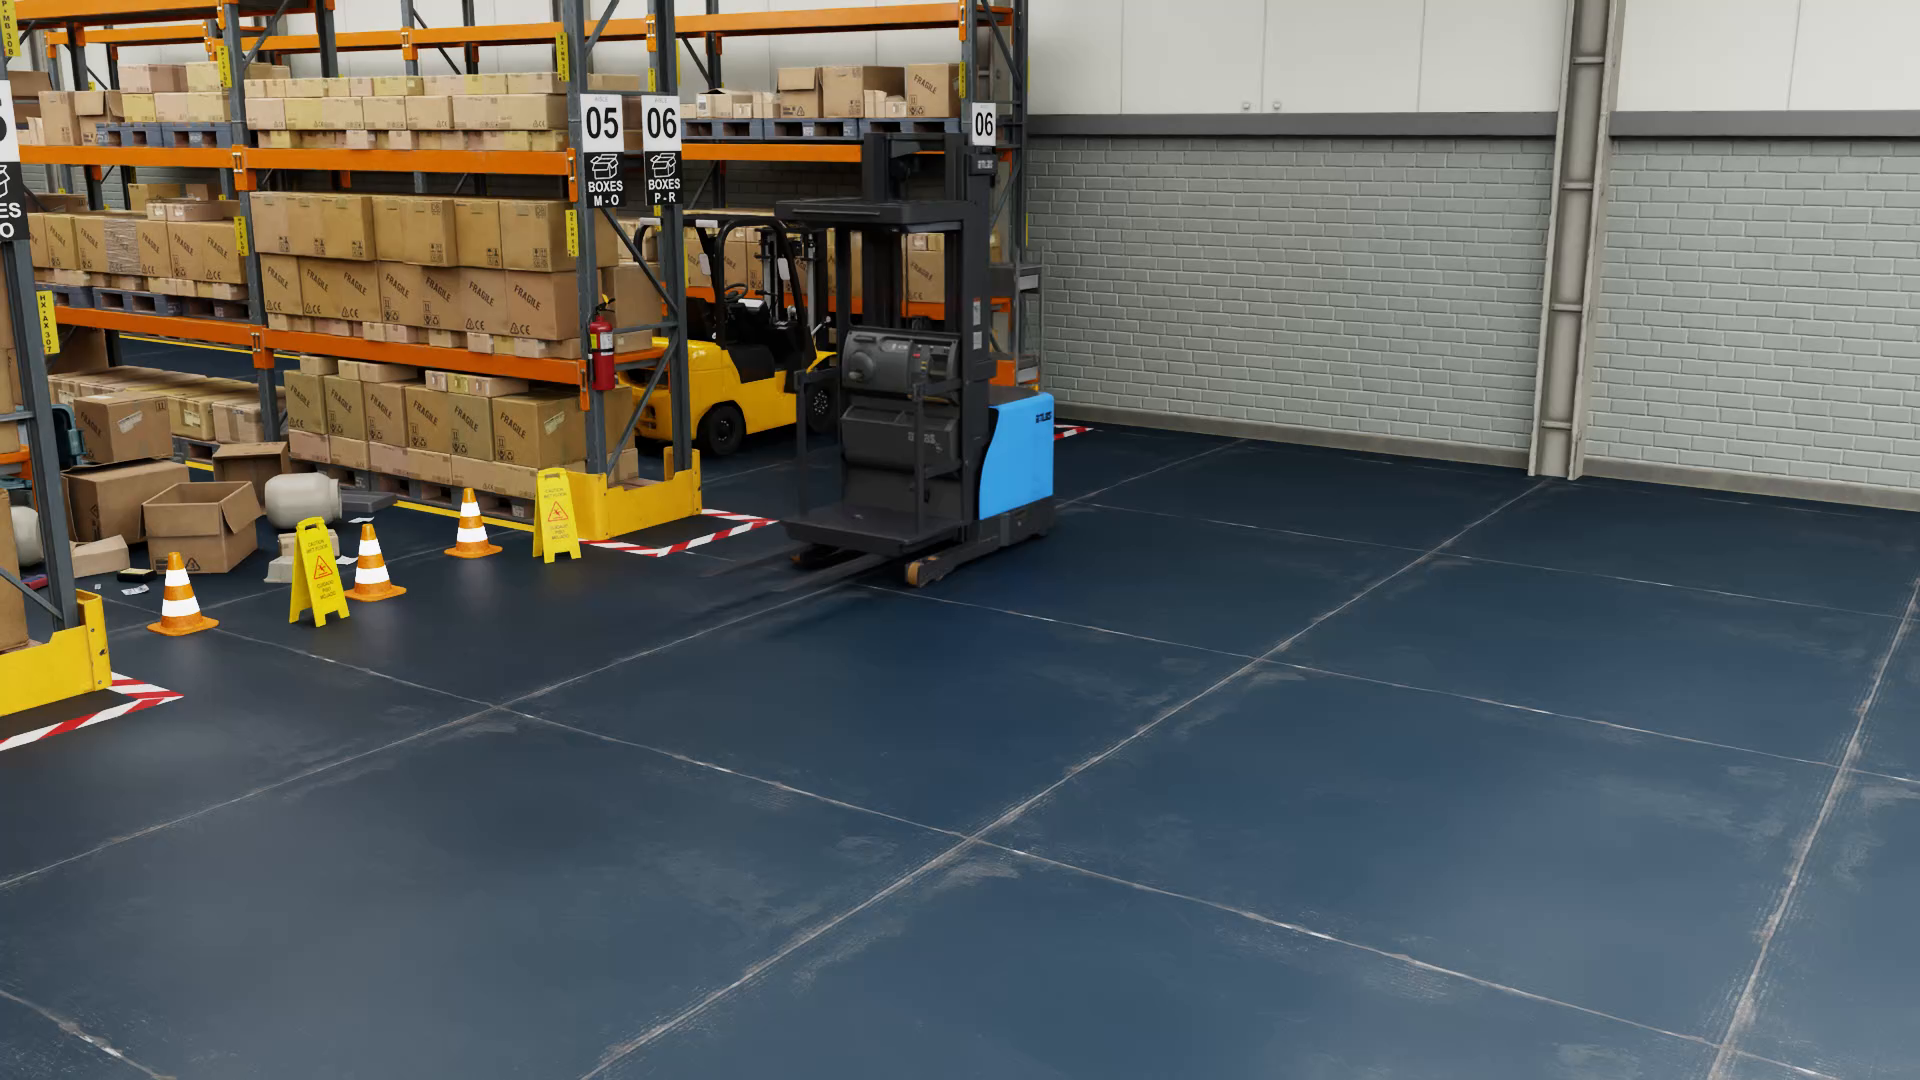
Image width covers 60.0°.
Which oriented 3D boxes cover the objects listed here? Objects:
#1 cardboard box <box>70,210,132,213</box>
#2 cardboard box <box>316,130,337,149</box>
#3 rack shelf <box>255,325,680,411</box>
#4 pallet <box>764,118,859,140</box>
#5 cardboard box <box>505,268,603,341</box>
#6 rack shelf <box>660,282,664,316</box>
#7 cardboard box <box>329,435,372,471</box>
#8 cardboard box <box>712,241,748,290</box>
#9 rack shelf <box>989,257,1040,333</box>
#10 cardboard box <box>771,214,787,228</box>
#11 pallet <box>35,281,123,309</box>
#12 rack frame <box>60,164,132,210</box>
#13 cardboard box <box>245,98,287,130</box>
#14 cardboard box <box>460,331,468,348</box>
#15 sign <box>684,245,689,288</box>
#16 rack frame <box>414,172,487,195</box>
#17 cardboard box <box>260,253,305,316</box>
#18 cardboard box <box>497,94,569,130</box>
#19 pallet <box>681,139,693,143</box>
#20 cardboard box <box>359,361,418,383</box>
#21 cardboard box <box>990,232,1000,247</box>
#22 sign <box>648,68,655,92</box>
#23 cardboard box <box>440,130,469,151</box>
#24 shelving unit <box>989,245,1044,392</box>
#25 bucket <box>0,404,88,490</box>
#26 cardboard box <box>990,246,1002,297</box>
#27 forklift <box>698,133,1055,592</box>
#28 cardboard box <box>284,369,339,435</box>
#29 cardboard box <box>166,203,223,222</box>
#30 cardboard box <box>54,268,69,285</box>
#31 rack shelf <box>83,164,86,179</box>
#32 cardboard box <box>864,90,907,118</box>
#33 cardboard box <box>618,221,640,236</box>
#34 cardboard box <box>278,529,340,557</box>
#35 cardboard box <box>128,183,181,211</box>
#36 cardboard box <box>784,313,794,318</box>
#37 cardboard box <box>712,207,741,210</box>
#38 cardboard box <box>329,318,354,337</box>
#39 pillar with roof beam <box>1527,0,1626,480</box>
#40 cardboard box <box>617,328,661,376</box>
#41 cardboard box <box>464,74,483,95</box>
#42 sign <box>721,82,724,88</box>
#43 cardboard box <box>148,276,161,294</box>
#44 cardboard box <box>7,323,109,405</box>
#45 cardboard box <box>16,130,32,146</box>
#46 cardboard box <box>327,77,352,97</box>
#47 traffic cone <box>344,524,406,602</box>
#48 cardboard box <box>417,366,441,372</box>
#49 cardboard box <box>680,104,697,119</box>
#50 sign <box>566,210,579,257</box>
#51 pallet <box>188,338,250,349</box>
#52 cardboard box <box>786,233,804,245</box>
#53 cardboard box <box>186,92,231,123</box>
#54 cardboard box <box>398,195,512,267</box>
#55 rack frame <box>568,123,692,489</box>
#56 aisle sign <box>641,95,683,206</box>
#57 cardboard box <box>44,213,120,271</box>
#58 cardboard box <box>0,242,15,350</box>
[{"bbox_3d":[-8.535,-3.036,16.646,0.500,0.500,0.500,9,16,31],"label":"cardboard box"},{"bbox_3d":[-4.988,-3.253,13.503,0.250,0.149,0.380,10,17,34],"label":"cardboard box"},{"bbox_3d":[-4.089,-1.491,13.602,4.000,0.370,1.077,9,17,33],"label":"rack shelf"},{"bbox_3d":[-1.251,-4.239,17.147,1.213,0.211,1.003,9,17,33],"label":"pallet"},{"bbox_3d":[-3.033,-1.783,12.457,0.500,0.500,0.500,9,16,32],"label":"cardboard box"},{"bbox_3d":[-4.641,-3.018,19.769,4.000,0.370,1.077,9,17,33],"label":"rack shelf"},{"bbox_3d":[-4.960,-0.776,14.062,0.500,0.250,0.500,10,17,36],"label":"cardboard box"},{"bbox_3d":[-2.317,-2.969,17.868,0.500,0.500,0.500,10,17,34],"label":"cardboard box"},{"bbox_3d":[0.321,-1.872,12.661,0.480,0.518,0.431,9,16,32],"label":"rack shelf"},{"bbox_3d":[-1.769,-3.348,17.428,0.250,0.149,0.380,9,17,33],"label":"cardboard box"},{"bbox_3d":[-8.417,-2.478,16.489,1.003,0.211,1.213,9,17,33],"label":"pallet"},{"bbox_3d":[-12.938,-4.708,25.100,0.127,3.000,1.000,9,17,33],"label":"rack frame"},{"bbox_3d":[-5.536,-3.523,13.762,0.500,0.250,0.500,9,16,32],"label":"cardboard box"},{"bbox_3d":[-3.696,-1.599,13.064,0.250,0.149,0.380,9,17,34],"label":"cardboard box"},{"bbox_3d":[-2.126,-2.101,12.766,0.005,0.325,0.100,9,17,33],"label":"sign"},{"bbox_3d":[-6.300,-3.635,20.767,0.127,3.000,1.000,9,17,33],"label":"rack frame"},{"bbox_3d":[-5.539,-2.187,14.089,0.500,0.500,0.500,9,17,33],"label":"cardboard box"},{"bbox_3d":[-3.004,-3.115,12.114,0.500,0.250,0.500,9,16,32],"label":"cardboard box"},{"bbox_3d":[-3.720,-4.578,18.729,1.217,0.209,0.805,8,16,31],"label":"pallet"},{"bbox_3d":[-4.687,-1.391,13.638,0.250,0.149,0.380,10,17,36],"label":"cardboard box"},{"bbox_3d":[0.201,-3.023,16.735,0.250,0.149,0.380,9,16,31],"label":"cardboard box"},{"bbox_3d":[-3.276,-4.849,17.697,0.005,0.325,0.100,9,17,33],"label":"sign"},{"bbox_3d":[-3.714,-3.039,12.638,0.250,0.149,0.380,9,17,32],"label":"cardboard box"},{"bbox_3d":[0.321,-1.206,12.826,0.503,2.100,0.431,9,16,32],"label":"shelving unit"},{"bbox_3d":[-7.027,-0.699,12.552,0.726,0.611,0.620,-10,7,-35],"label":"bucket"},{"bbox_3d":[0.082,-2.733,16.913,0.500,0.500,0.500,10,17,35],"label":"cardboard box"},{"bbox_3d":[-0.532,-1.239,11.230,1.130,2.935,3.031,9,17,33],"label":"forklift"},{"bbox_3d":[-5.409,-1.209,14.252,0.500,0.500,0.500,10,17,35],"label":"cardboard box"},{"bbox_3d":[-6.836,-2.927,14.854,0.250,0.149,0.380,9,16,31],"label":"cardboard box"},{"bbox_3d":[-8.484,-2.556,16.055,0.250,0.149,0.380,8,16,29],"label":"cardboard box"},{"bbox_3d":[-10.727,-4.020,17.576,4.000,0.370,1.077,9,17,33],"label":"rack shelf"},{"bbox_3d":[-0.730,-4.290,16.367,0.258,0.266,0.396,9,17,33],"label":"cardboard box"},{"bbox_3d":[-3.613,-3.495,18.641,0.250,0.149,0.380,9,16,32],"label":"cardboard box"},{"bbox_3d":[-4.644,0.039,11.858,0.380,0.149,0.250,-7,15,-25],"label":"cardboard box"},{"bbox_3d":[-11.467,-4.828,23.718,0.500,0.500,0.500,10,17,34],"label":"cardboard box"},{"bbox_3d":[-2.036,-2.361,18.386,0.500,0.250,0.500,9,16,32],"label":"cardboard box"},{"bbox_3d":[-2.548,-3.624,18.544,0.250,0.149,0.380,9,17,33],"label":"cardboard box"},{"bbox_3d":[-5.004,-1.787,13.824,0.250,0.149,0.380,10,17,35],"label":"cardboard box"},{"bbox_3d":[2.839,-4.085,10.097,0.400,9.000,9.100,9,17,33],"label":"pillar with roof beam"},{"bbox_3d":[-3.420,-2.218,19.108,0.625,0.625,0.875,10,17,35],"label":"cardboard box"},{"bbox_3d":[-3.471,-3.397,12.425,0.250,0.149,0.380,9,17,33],"label":"cardboard box"},{"bbox_3d":[-2.673,-4.955,18.615,0.005,0.325,0.100,9,17,33],"label":"sign"},{"bbox_3d":[-7.168,-2.344,15.200,0.250,0.149,0.380,9,17,33],"label":"cardboard box"},{"bbox_3d":[-9.594,-1.927,17.412,0.875,0.875,0.875,9,17,32],"label":"cardboard box"},{"bbox_3d":[-8.901,-3.903,16.129,0.250,0.149,0.380,9,17,33],"label":"cardboard box"},{"bbox_3d":[-4.786,-3.593,13.215,0.250,0.149,0.380,9,16,31],"label":"cardboard box"},{"bbox_3d":[-3.843,0.126,10.853,0.334,0.463,0.336,9,17,33],"label":"traffic cone"},{"bbox_3d":[-4.685,-1.248,14.411,0.500,0.500,0.500,10,17,34],"label":"cardboard box"},{"bbox_3d":[-2.778,-4.565,17.719,0.250,0.149,0.380,10,17,34],"label":"cardboard box"},{"bbox_3d":[-2.756,-2.180,11.819,0.005,0.325,0.100,9,17,33],"label":"sign"},{"bbox_3d":[-10.189,-2.910,23.641,1.213,0.211,1.003,9,17,33],"label":"pallet"},{"bbox_3d":[-1.591,-3.156,17.271,0.250,0.149,0.380,9,16,32],"label":"cardboard box"},{"bbox_3d":[-6.314,-3.745,14.406,0.500,0.250,0.500,9,16,32],"label":"cardboard box"},{"bbox_3d":[-3.871,-2.393,12.839,0.500,0.500,0.700,9,16,32],"label":"cardboard box"},{"bbox_3d":[-2.429,-1.572,12.432,0.127,3.000,1.000,9,17,33],"label":"rack frame"},{"bbox_3d":[-2.205,-2.888,12.336,0.004,0.787,0.394,9,17,33],"label":"aisle sign"},{"bbox_3d":[-8.387,-2.867,15.961,0.500,0.500,0.500,10,17,36],"label":"cardboard box"},{"bbox_3d":[-5.394,-1.226,8.475,0.550,0.550,0.875,9,17,33],"label":"cardboard box"}]
